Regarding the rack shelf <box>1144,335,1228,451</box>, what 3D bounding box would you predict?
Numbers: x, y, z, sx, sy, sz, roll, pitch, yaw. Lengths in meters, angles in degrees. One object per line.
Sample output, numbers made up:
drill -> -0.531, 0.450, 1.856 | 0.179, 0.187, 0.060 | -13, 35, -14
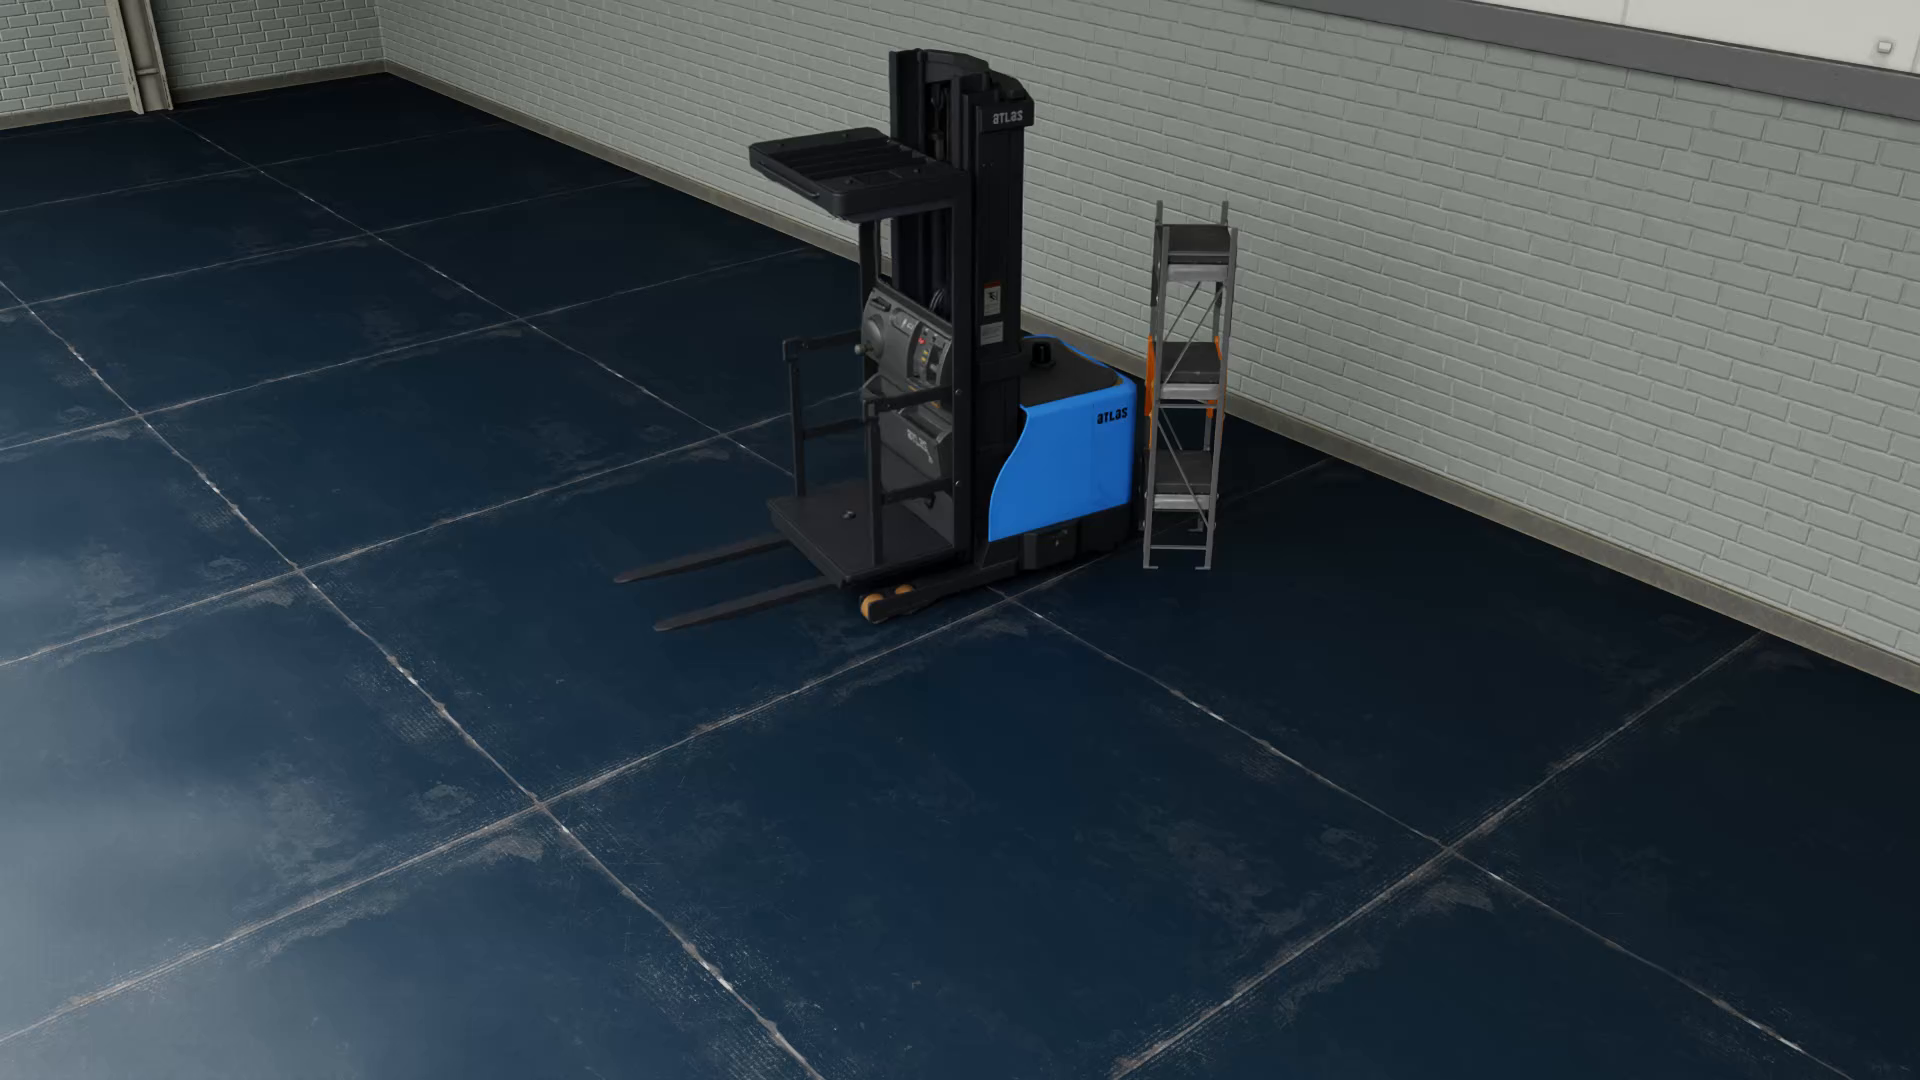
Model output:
rack shelf -> 1.303, -0.858, 9.657 | 0.431, 0.518, 0.480 | 1, 28, 2

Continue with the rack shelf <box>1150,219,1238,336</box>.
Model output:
rack shelf -> 1.303, -1.475, 9.327 | 0.431, 0.518, 0.480 | 1, 28, 2

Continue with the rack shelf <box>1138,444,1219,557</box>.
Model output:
rack shelf -> 1.303, -0.241, 9.987 | 0.431, 0.518, 0.480 | 1, 28, 2

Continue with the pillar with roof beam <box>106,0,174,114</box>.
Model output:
pillar with roof beam -> -6.863, -7.578, 14.882 | 0.400, 9.000, 9.100 | -22, 35, -35

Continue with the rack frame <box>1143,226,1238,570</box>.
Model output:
rack frame -> 1.294, -0.755, 9.435 | 0.400, 2.100, 0.015 | 1, 28, 2

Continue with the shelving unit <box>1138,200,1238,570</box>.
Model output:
shelving unit -> 1.303, -0.870, 9.650 | 0.431, 2.100, 0.503 | 1, 28, 2

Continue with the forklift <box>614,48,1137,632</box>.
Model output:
forklift -> -0.480, -1.107, 9.211 | 3.031, 2.935, 1.130 | -15, 32, -26

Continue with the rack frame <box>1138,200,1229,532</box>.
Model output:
rack frame -> 1.312, -0.985, 9.866 | 0.400, 2.100, 0.015 | 1, 28, 2
